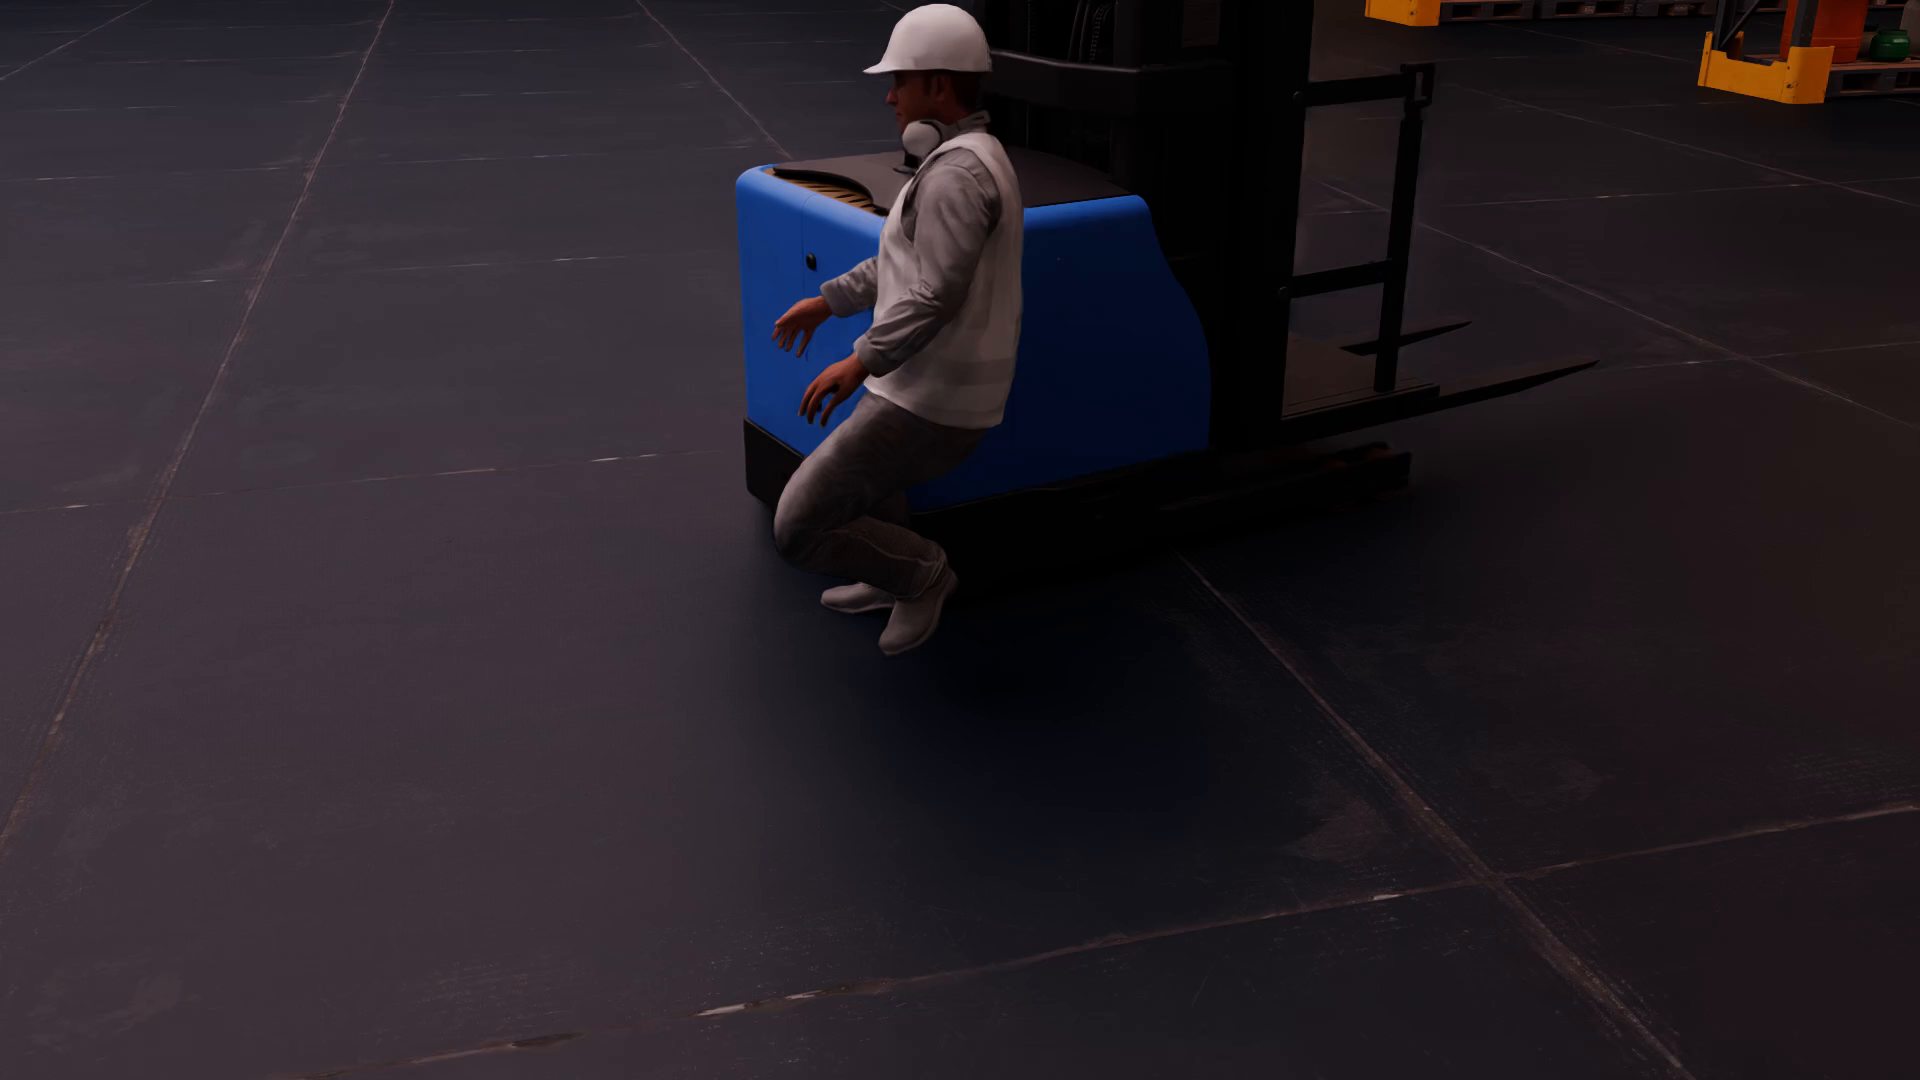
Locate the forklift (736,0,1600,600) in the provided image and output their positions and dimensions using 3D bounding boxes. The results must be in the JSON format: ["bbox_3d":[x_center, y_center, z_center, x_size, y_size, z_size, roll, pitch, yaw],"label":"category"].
[{"bbox_3d":[0.852,-1.599,5.066,3.031,2.935,1.130,-13,27,-29],"label":"forklift"}]

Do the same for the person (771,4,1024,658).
[{"bbox_3d":[-0.184,-0.428,3.999,0.681,1.639,0.780,2,23,6],"label":"person"}]
